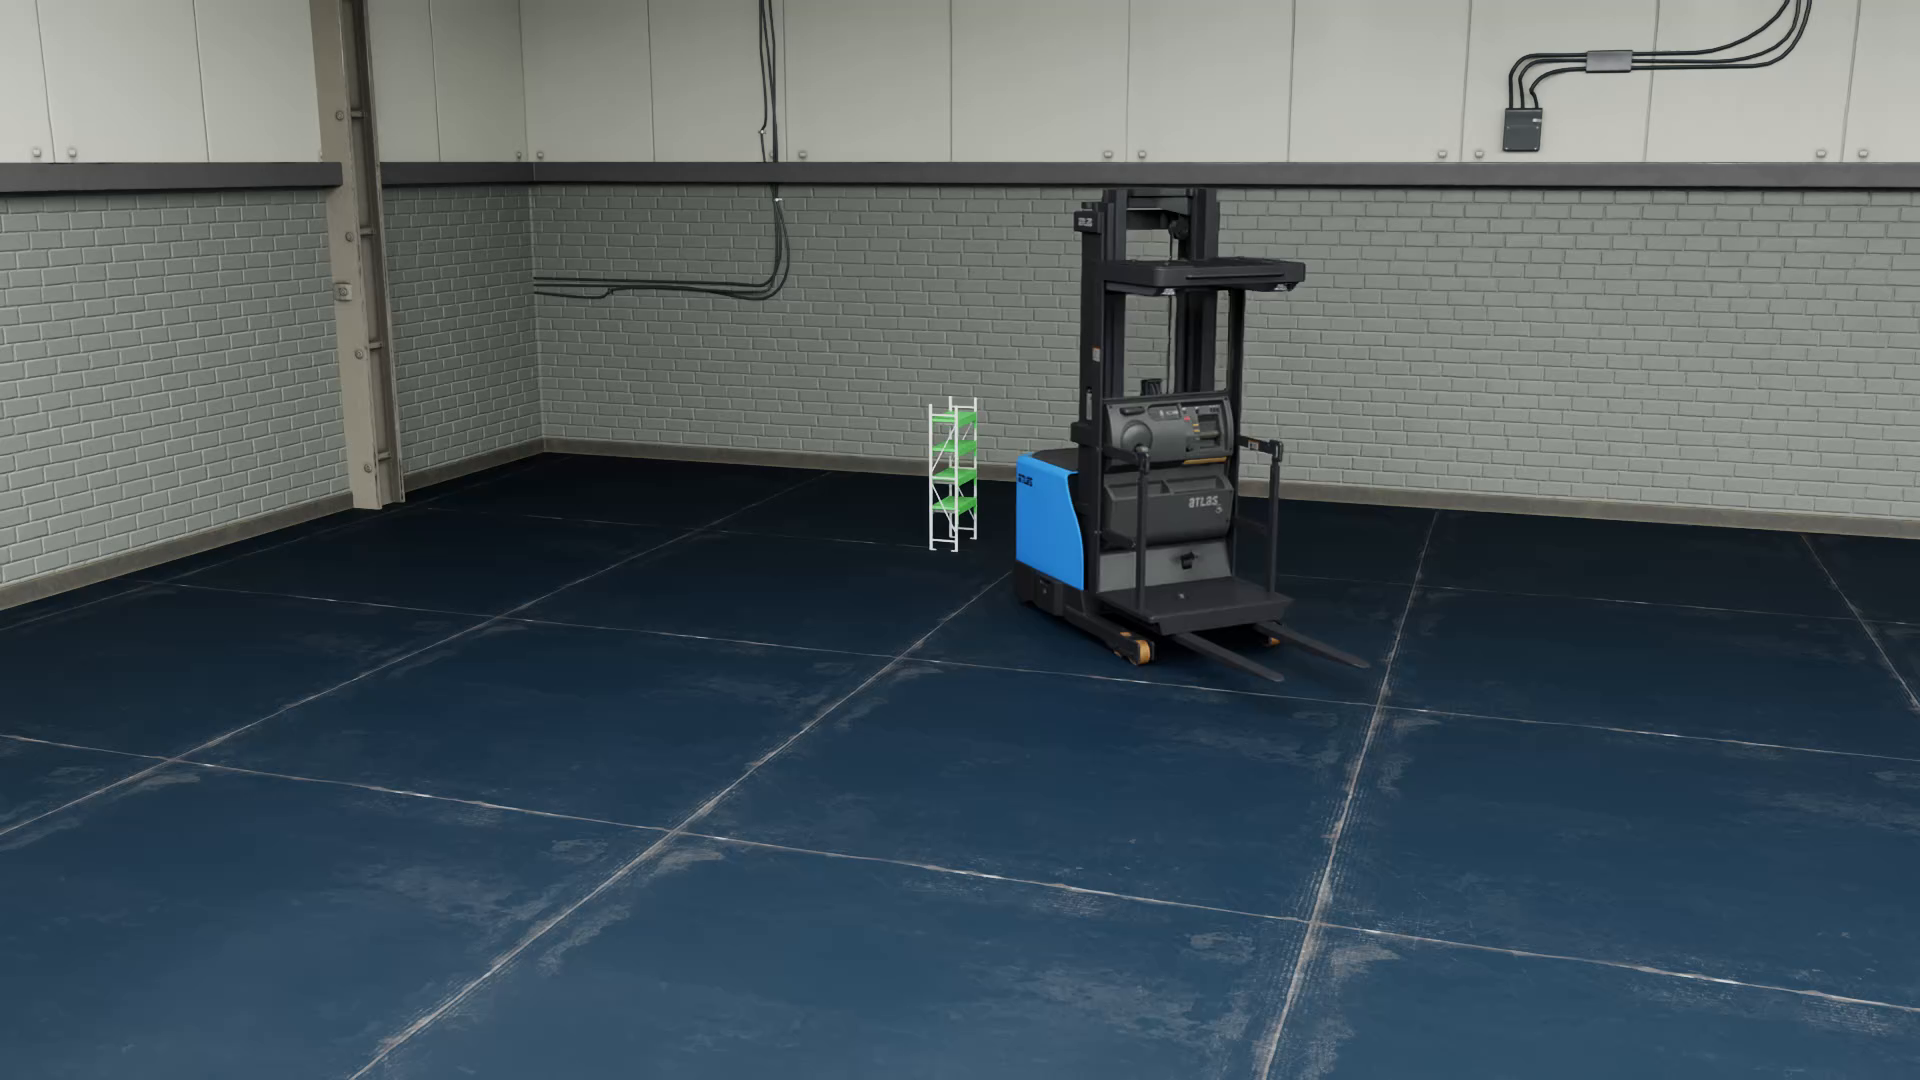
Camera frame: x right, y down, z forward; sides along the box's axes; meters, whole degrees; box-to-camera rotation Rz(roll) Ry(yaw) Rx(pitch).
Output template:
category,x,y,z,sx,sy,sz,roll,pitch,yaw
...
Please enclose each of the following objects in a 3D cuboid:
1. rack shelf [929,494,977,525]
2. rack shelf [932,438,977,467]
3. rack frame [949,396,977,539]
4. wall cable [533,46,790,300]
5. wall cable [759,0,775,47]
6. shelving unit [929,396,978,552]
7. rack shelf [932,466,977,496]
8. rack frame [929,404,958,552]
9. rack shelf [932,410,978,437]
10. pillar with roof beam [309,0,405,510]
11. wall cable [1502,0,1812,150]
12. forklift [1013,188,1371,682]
category,x,y,z,sx,sy,sz,roll,pitch,yaw
rack shelf,-0.054,-0.254,13.769,0.258,0.148,0.480,4,14,18
rack shelf,-0.054,-0.722,13.663,0.258,0.148,0.480,4,14,18
rack frame,0.025,-0.601,13.927,0.240,1.200,0.015,4,14,18
wall cable,-3.195,-3.730,17.084,3.097,2.526,0.112,4,14,18
wall cable,-0.635,-5.997,15.668,3.097,2.526,0.112,4,14,18
shelving unit,-0.054,-0.550,13.702,0.258,1.200,0.503,4,14,18
rack shelf,-0.054,-0.488,13.716,0.258,0.148,0.480,4,14,18
rack frame,-0.133,-0.499,13.477,0.240,1.200,0.015,4,14,18
rack shelf,-0.054,-0.956,13.609,0.258,0.148,0.480,4,14,18
pillar with roof beam,-1.326,-4.408,13.080,9.100,9.000,0.400,4,14,18
wall cable,5.783,-6.215,13.350,2.305,6.003,0.169,4,14,18
forklift,1.467,-0.745,10.666,1.130,2.935,3.031,-6,14,-24
